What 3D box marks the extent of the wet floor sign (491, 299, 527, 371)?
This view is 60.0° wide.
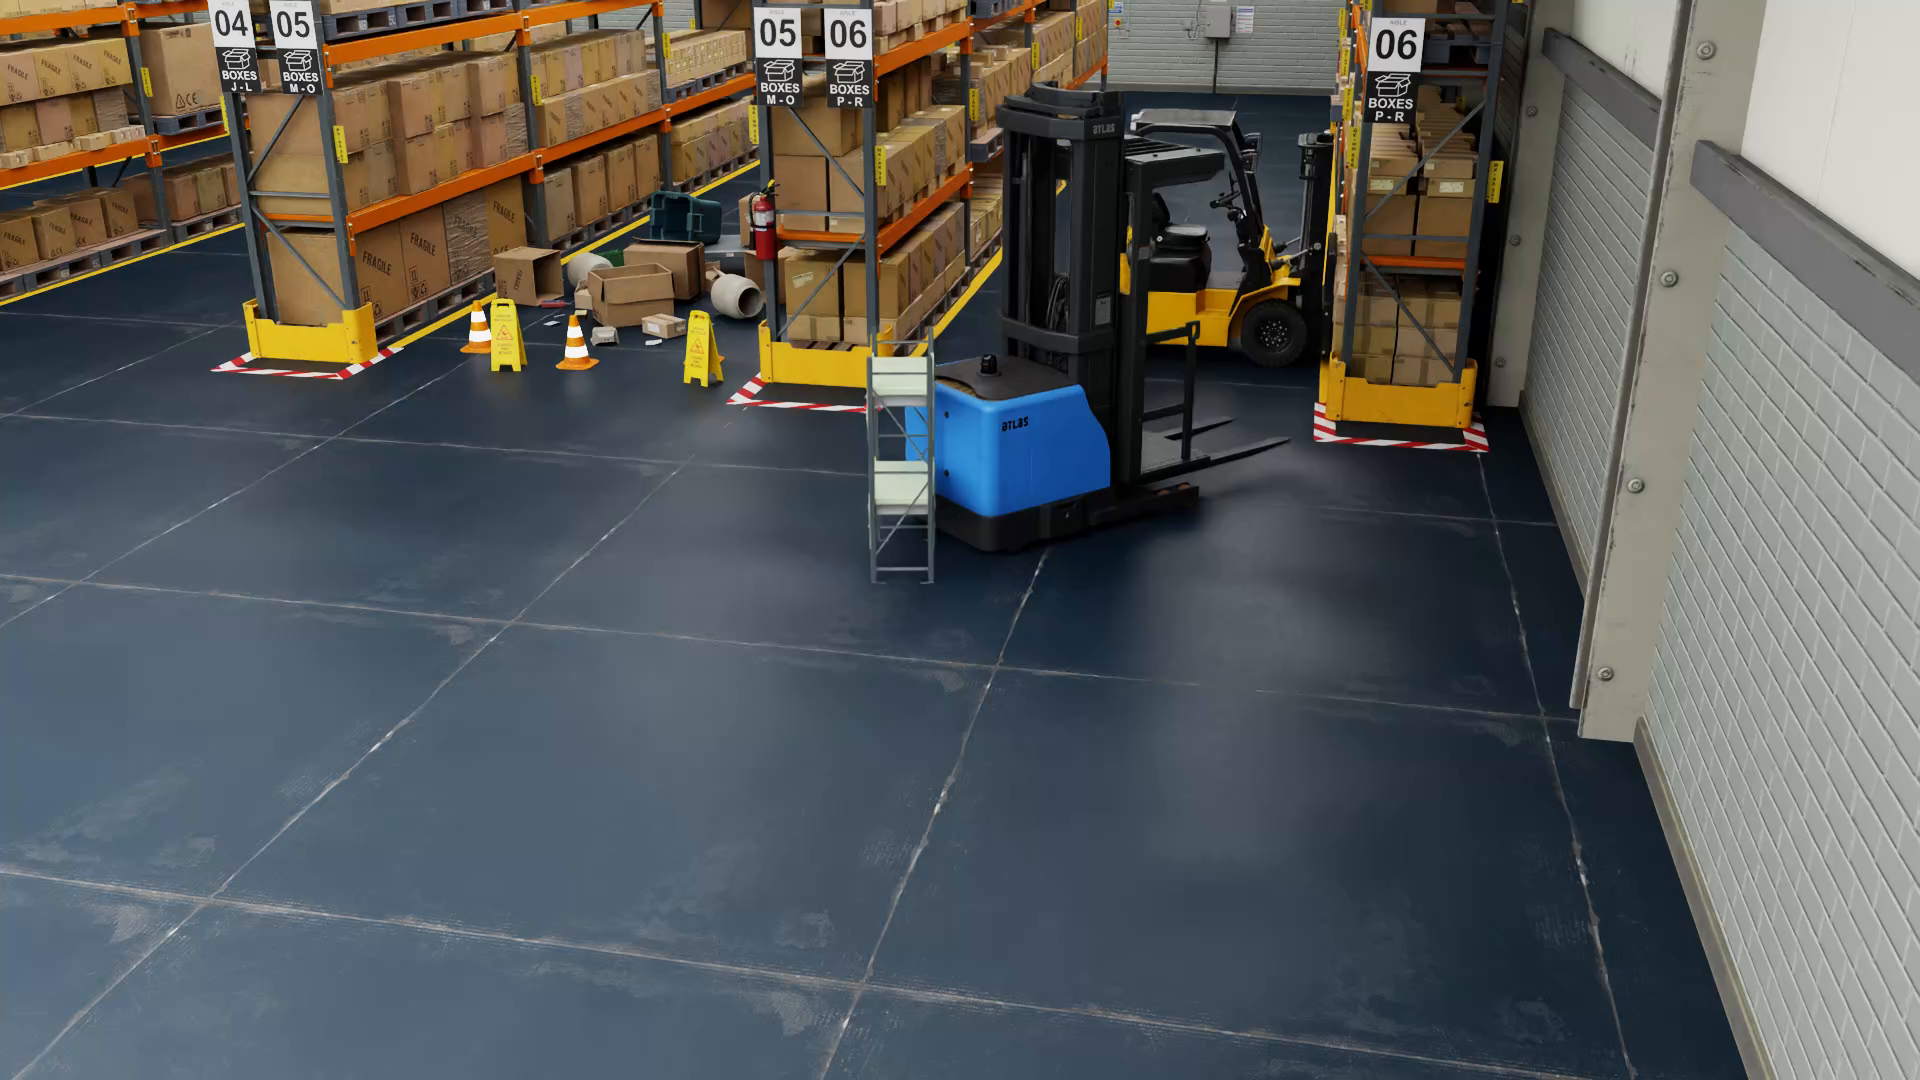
[{"bbox_3d":[-4.139,-1.884,15.167,0.267,0.644,0.232,1,22,2],"label":"wet floor sign"}]

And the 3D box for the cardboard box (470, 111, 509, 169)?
[{"bbox_3d":[-5.409,-4.331,17.891,0.875,0.550,0.550,4,22,11],"label":"cardboard box"}]

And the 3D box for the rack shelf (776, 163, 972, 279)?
[{"bbox_3d":[-0.797,-3.195,16.233,1.077,0.370,4.000,4,22,11],"label":"rack shelf"}]

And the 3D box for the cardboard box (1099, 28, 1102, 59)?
[{"bbox_3d":[2.103,-8.316,27.852,0.500,0.500,0.500,4,22,10],"label":"cardboard box"}]

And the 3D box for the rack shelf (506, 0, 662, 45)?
[{"bbox_3d":[-4.848,-6.389,20.150,1.077,0.370,4.000,4,22,11],"label":"rack shelf"}]

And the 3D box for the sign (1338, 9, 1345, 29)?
[{"bbox_3d":[6.388,-8.714,27.817,0.100,0.325,0.005,4,22,11],"label":"sign"}]

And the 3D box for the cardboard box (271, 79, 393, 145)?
[{"bbox_3d":[-5.936,-4.049,15.745,0.875,0.550,0.550,4,22,11],"label":"cardboard box"}]

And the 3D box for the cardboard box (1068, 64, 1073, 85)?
[{"bbox_3d":[1.399,-6.933,24.753,0.500,0.250,0.500,4,22,10],"label":"cardboard box"}]

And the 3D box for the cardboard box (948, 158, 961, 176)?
[{"bbox_3d":[-0.200,-3.911,17.385,0.380,0.149,0.250,5,22,12],"label":"cardboard box"}]

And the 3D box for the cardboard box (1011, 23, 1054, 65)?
[{"bbox_3d":[0.980,-6.765,22.663,0.500,0.500,0.500,5,22,12],"label":"cardboard box"}]

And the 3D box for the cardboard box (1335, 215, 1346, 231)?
[{"bbox_3d":[4.065,-3.113,16.848,0.500,0.250,0.500,4,22,10],"label":"cardboard box"}]

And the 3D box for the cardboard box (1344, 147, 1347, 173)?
[{"bbox_3d":[4.318,-4.017,17.514,0.500,0.250,0.500,5,22,12],"label":"cardboard box"}]

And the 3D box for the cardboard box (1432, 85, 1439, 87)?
[{"bbox_3d":[5.380,-5.269,19.419,0.380,0.149,0.250,4,22,10],"label":"cardboard box"}]

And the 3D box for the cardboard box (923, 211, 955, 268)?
[{"bbox_3d":[-0.349,-3.104,17.160,0.500,0.500,0.500,5,22,12],"label":"cardboard box"}]

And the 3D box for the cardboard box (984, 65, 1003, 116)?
[{"bbox_3d":[0.203,-5.151,19.035,0.500,0.500,0.500,4,22,11],"label":"cardboard box"}]

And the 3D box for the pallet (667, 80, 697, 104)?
[{"bbox_3d":[-4.398,-6.243,23.096,1.213,0.211,1.003,4,22,11],"label":"pallet"}]

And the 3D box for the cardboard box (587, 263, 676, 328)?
[{"bbox_3d":[-3.325,-2.474,16.823,0.797,0.503,0.637,-11,25,-26],"label":"cardboard box"}]

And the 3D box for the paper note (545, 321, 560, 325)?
[{"bbox_3d":[-4.098,-2.188,16.748,0.144,0.017,0.142,13,25,29],"label":"paper note"}]

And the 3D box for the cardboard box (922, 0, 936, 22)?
[{"bbox_3d":[-0.525,-4.980,15.492,0.500,0.250,0.500,5,22,12],"label":"cardboard box"}]

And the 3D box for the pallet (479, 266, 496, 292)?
[{"bbox_3d":[-5.487,-3.034,18.605,1.003,0.211,1.213,4,22,11],"label":"pallet"}]

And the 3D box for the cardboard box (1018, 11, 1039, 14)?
[{"bbox_3d":[0.872,-7.557,24.629,0.500,0.500,0.500,5,22,12],"label":"cardboard box"}]

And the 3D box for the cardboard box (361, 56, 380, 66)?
[{"bbox_3d":[-8.806,-6.870,24.263,0.500,0.500,0.500,4,22,9],"label":"cardboard box"}]

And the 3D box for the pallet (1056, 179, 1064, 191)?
[{"bbox_3d":[0.913,-5.157,23.875,1.003,0.211,1.213,4,22,11],"label":"pallet"}]

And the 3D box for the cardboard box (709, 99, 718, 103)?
[{"bbox_3d":[-4.033,-6.659,25.652,0.500,0.250,0.500,3,22,9],"label":"cardboard box"}]

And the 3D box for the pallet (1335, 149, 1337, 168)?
[{"bbox_3d":[6.244,-5.766,25.388,1.003,0.211,1.213,4,22,11],"label":"pallet"}]

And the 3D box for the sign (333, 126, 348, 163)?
[{"bbox_3d":[-5.530,-3.531,14.841,0.100,0.325,0.005,4,22,11],"label":"sign"}]

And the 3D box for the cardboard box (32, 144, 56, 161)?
[{"bbox_3d":[-10.167,-4.250,18.228,0.380,0.149,0.250,4,22,11],"label":"cardboard box"}]

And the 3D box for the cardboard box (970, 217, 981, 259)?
[{"bbox_3d":[-0.285,-3.428,18.804,0.950,0.372,0.625,5,22,12],"label":"cardboard box"}]

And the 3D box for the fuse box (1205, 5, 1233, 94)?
[{"bbox_3d":[5.214,-9.901,33.648,0.539,1.711,0.414,4,22,11],"label":"fuse box"}]

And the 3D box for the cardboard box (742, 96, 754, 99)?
[{"bbox_3d":[-3.496,-7.489,28.390,0.380,0.149,0.250,5,22,12],"label":"cardboard box"}]

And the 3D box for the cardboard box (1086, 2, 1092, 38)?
[{"bbox_3d":[1.802,-8.222,26.281,0.500,0.500,0.500,5,22,12],"label":"cardboard box"}]

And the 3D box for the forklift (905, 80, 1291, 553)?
[{"bbox_3d":[1.100,-1.692,11.632,3.031,2.935,1.130,-15,26,-33],"label":"forklift"}]

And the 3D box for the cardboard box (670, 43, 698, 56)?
[{"bbox_3d":[-3.941,-6.955,23.586,0.380,0.149,0.250,6,23,13],"label":"cardboard box"}]

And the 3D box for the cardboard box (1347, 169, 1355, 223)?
[{"bbox_3d":[3.717,-3.043,14.759,0.500,0.500,0.500,4,22,10],"label":"cardboard box"}]

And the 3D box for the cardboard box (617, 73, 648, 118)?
[{"bbox_3d":[-4.372,-5.742,21.461,0.500,0.500,0.500,4,22,11],"label":"cardboard box"}]

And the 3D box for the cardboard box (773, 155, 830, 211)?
[{"bbox_3d":[-1.364,-3.201,14.754,0.500,0.500,0.500,4,22,10],"label":"cardboard box"}]

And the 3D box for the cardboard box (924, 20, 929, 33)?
[{"bbox_3d":[-0.515,-4.932,15.906,0.380,0.149,0.250,5,22,12],"label":"cardboard box"}]

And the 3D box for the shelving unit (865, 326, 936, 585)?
[{"bbox_3d":[-0.371,-0.552,10.716,0.431,1.500,0.755,0,22,0],"label":"shelving unit"}]

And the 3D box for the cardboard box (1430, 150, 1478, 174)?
[{"bbox_3d":[4.048,-3.104,13.645,0.380,0.149,0.250,5,23,13],"label":"cardboard box"}]

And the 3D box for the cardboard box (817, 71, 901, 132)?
[{"bbox_3d":[-0.963,-4.199,15.894,0.700,0.500,0.500,4,22,11],"label":"cardboard box"}]

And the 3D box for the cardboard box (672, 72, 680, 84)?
[{"bbox_3d":[-4.096,-6.388,22.973,0.380,0.149,0.250,6,23,14],"label":"cardboard box"}]

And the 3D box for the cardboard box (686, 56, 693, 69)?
[{"bbox_3d":[-3.989,-6.730,23.425,0.380,0.149,0.250,5,22,11],"label":"cardboard box"}]

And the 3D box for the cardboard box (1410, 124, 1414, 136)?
[{"bbox_3d":[4.657,-4.093,16.498,0.380,0.149,0.250,4,22,11],"label":"cardboard box"}]

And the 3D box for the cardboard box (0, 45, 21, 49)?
[{"bbox_3d":[-10.634,-5.152,18.261,0.500,0.500,0.500,4,22,11],"label":"cardboard box"}]

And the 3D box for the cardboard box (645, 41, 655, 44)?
[{"bbox_3d":[-4.522,-7.104,23.956,0.380,0.149,0.250,6,23,14],"label":"cardboard box"}]

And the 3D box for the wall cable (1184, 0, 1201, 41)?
[{"bbox_3d":[4.578,-11.080,33.489,0.588,1.984,0.122,4,22,11],"label":"wall cable"}]

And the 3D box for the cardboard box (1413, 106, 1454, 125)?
[{"bbox_3d":[4.610,-4.140,16.216,0.380,0.149,0.250,4,22,9],"label":"cardboard box"}]

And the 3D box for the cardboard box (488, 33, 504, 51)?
[{"bbox_3d":[-8.000,-8.343,27.856,0.500,0.250,0.500,4,22,11],"label":"cardboard box"}]

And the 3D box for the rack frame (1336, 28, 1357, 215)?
[{"bbox_3d":[5.287,-5.346,20.611,1.000,3.000,0.127,4,22,11],"label":"rack frame"}]

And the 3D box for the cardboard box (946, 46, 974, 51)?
[{"bbox_3d":[0.109,-5.955,21.030,0.500,0.500,0.500,4,22,9],"label":"cardboard box"}]

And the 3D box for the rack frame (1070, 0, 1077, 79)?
[{"bbox_3d":[1.243,-7.185,25.180,1.000,3.000,0.127,4,22,11],"label":"rack frame"}]

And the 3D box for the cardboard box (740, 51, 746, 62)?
[{"bbox_3d":[-3.510,-7.444,25.595,0.380,0.149,0.250,4,22,10],"label":"cardboard box"}]

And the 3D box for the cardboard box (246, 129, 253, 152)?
[{"bbox_3d":[-9.480,-5.428,22.570,0.500,0.250,0.500,7,23,17],"label":"cardboard box"}]

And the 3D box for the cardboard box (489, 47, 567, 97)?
[{"bbox_3d":[-5.057,-5.481,19.474,0.700,0.500,0.500,4,22,10],"label":"cardboard box"}]

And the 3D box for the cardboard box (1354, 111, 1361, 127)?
[{"bbox_3d":[3.954,-3.991,15.848,0.380,0.149,0.250,5,22,12],"label":"cardboard box"}]
